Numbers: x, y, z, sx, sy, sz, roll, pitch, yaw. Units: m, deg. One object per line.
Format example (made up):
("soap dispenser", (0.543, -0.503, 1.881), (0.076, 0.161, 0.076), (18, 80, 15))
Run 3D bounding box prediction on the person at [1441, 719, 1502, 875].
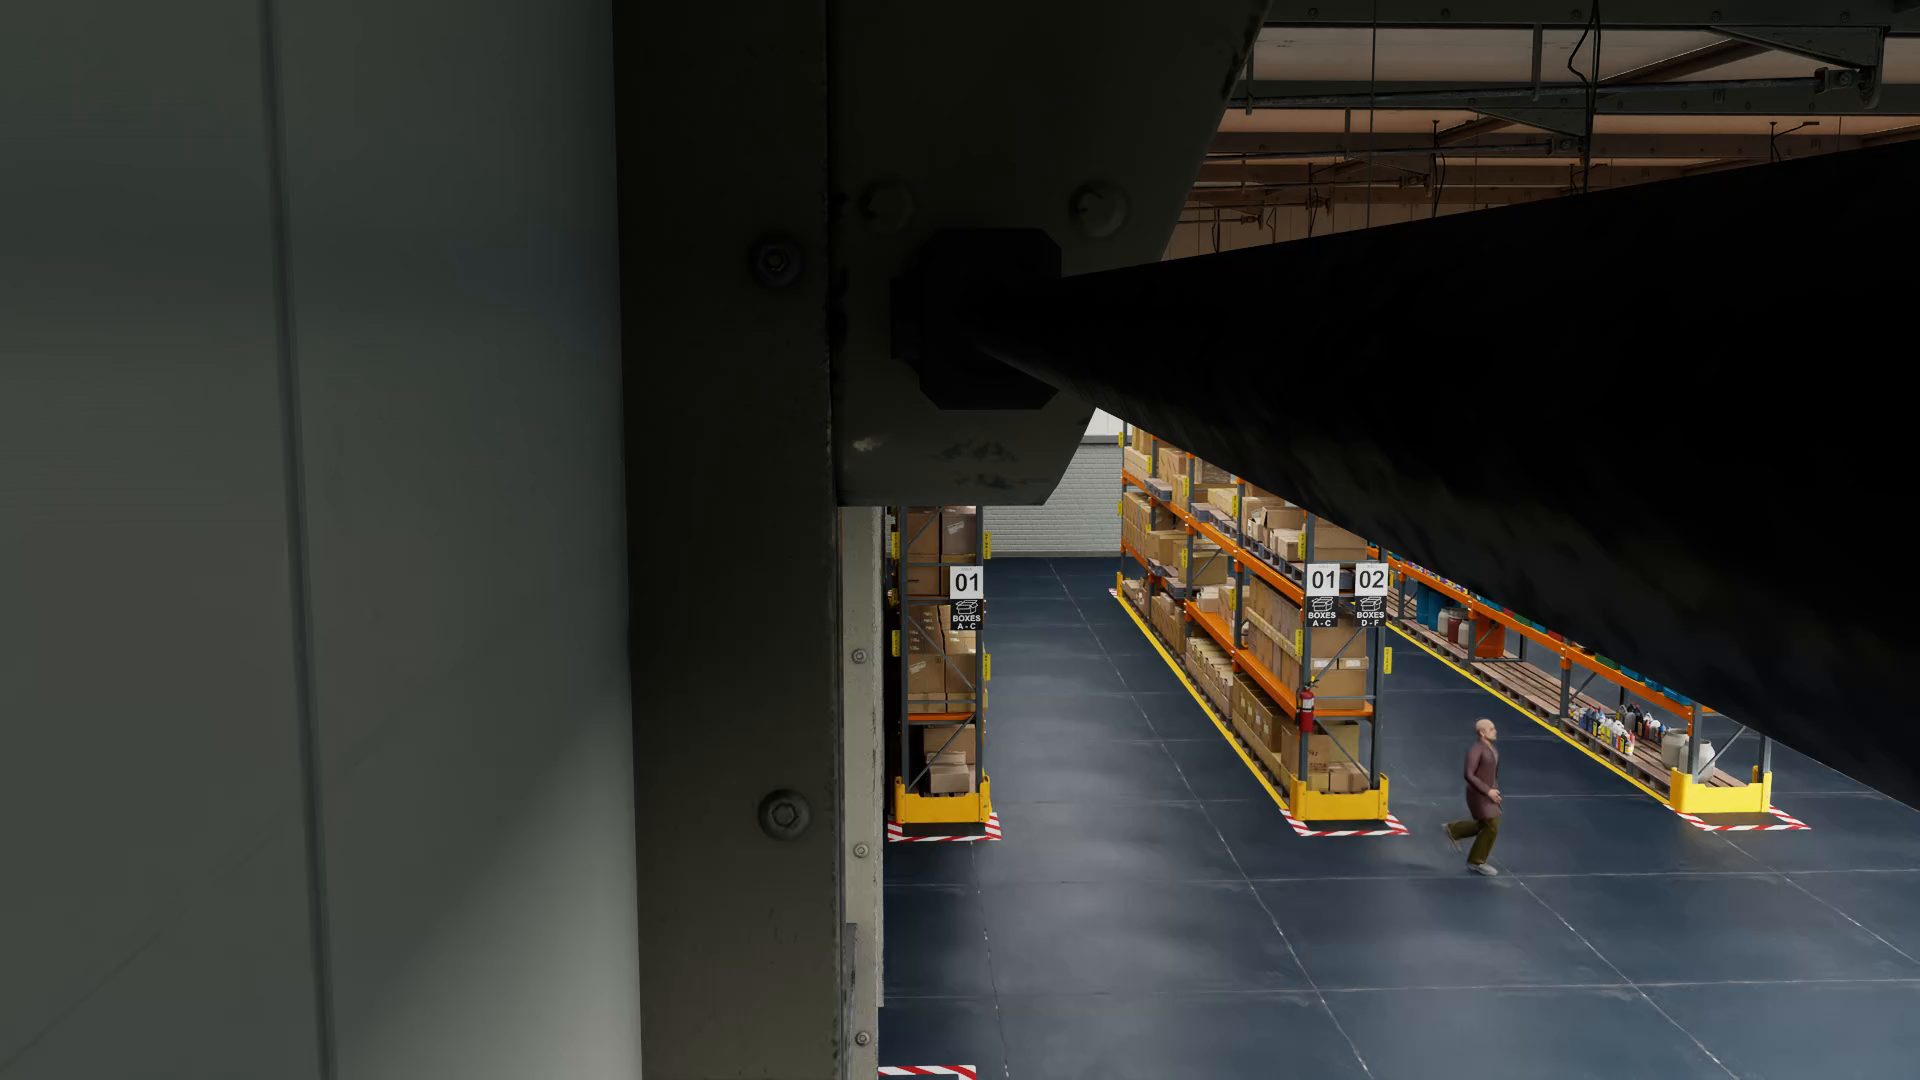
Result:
("person", (5.791, 2.861, 18.734), (0.707, 1.761, 0.732), (5, 9, 31))
